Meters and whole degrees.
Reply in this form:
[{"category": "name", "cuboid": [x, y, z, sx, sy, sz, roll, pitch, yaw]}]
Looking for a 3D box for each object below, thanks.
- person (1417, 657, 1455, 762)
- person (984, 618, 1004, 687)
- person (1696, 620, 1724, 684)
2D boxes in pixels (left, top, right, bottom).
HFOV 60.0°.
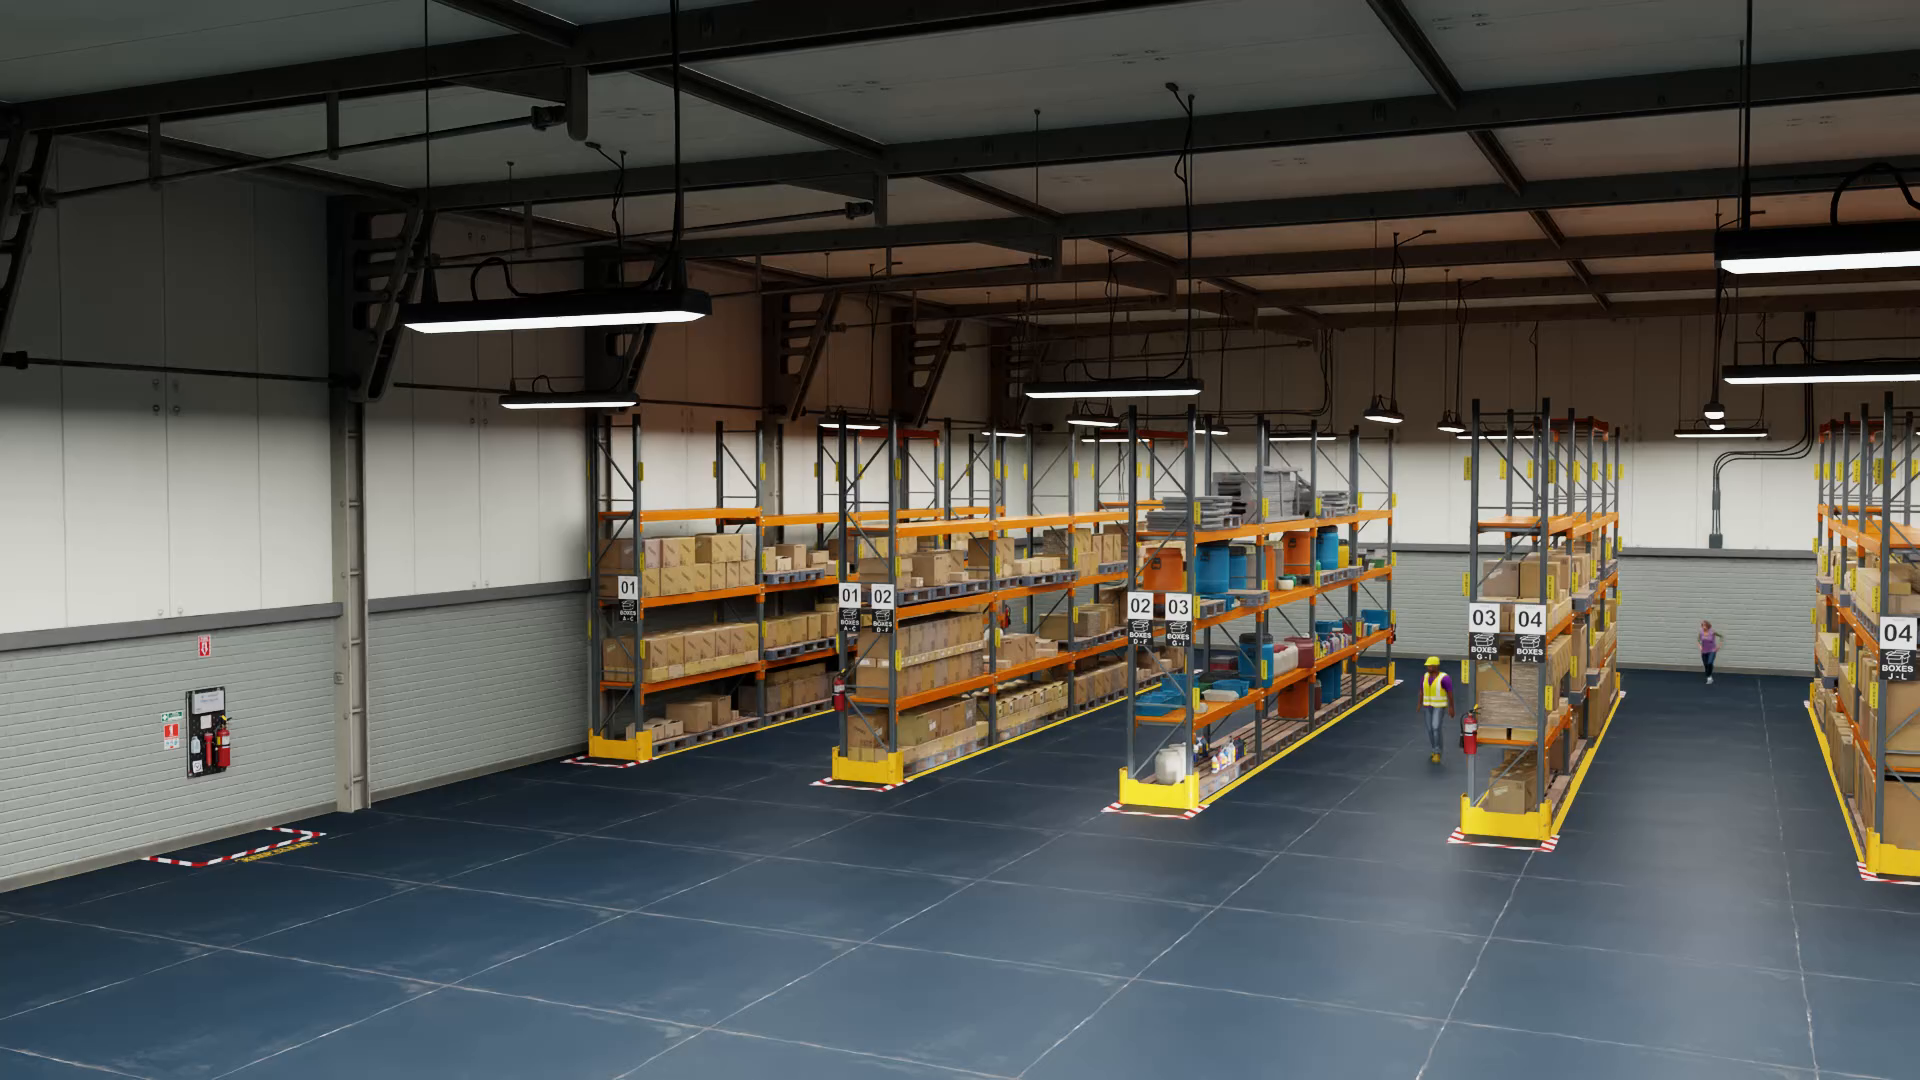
[{"category": "person", "cuboid": [8.221, 2.927, 28.968, 0.668, 1.762, 0.654, -2, 3, -38]}, {"category": "person", "cuboid": [0.747, 2.589, 38.312, 0.505, 1.625, 0.991, 1, 3, 32]}, {"category": "person", "cuboid": [17.584, 2.625, 38.968, 0.596, 1.513, 0.784, 2, 3, 35]}]
